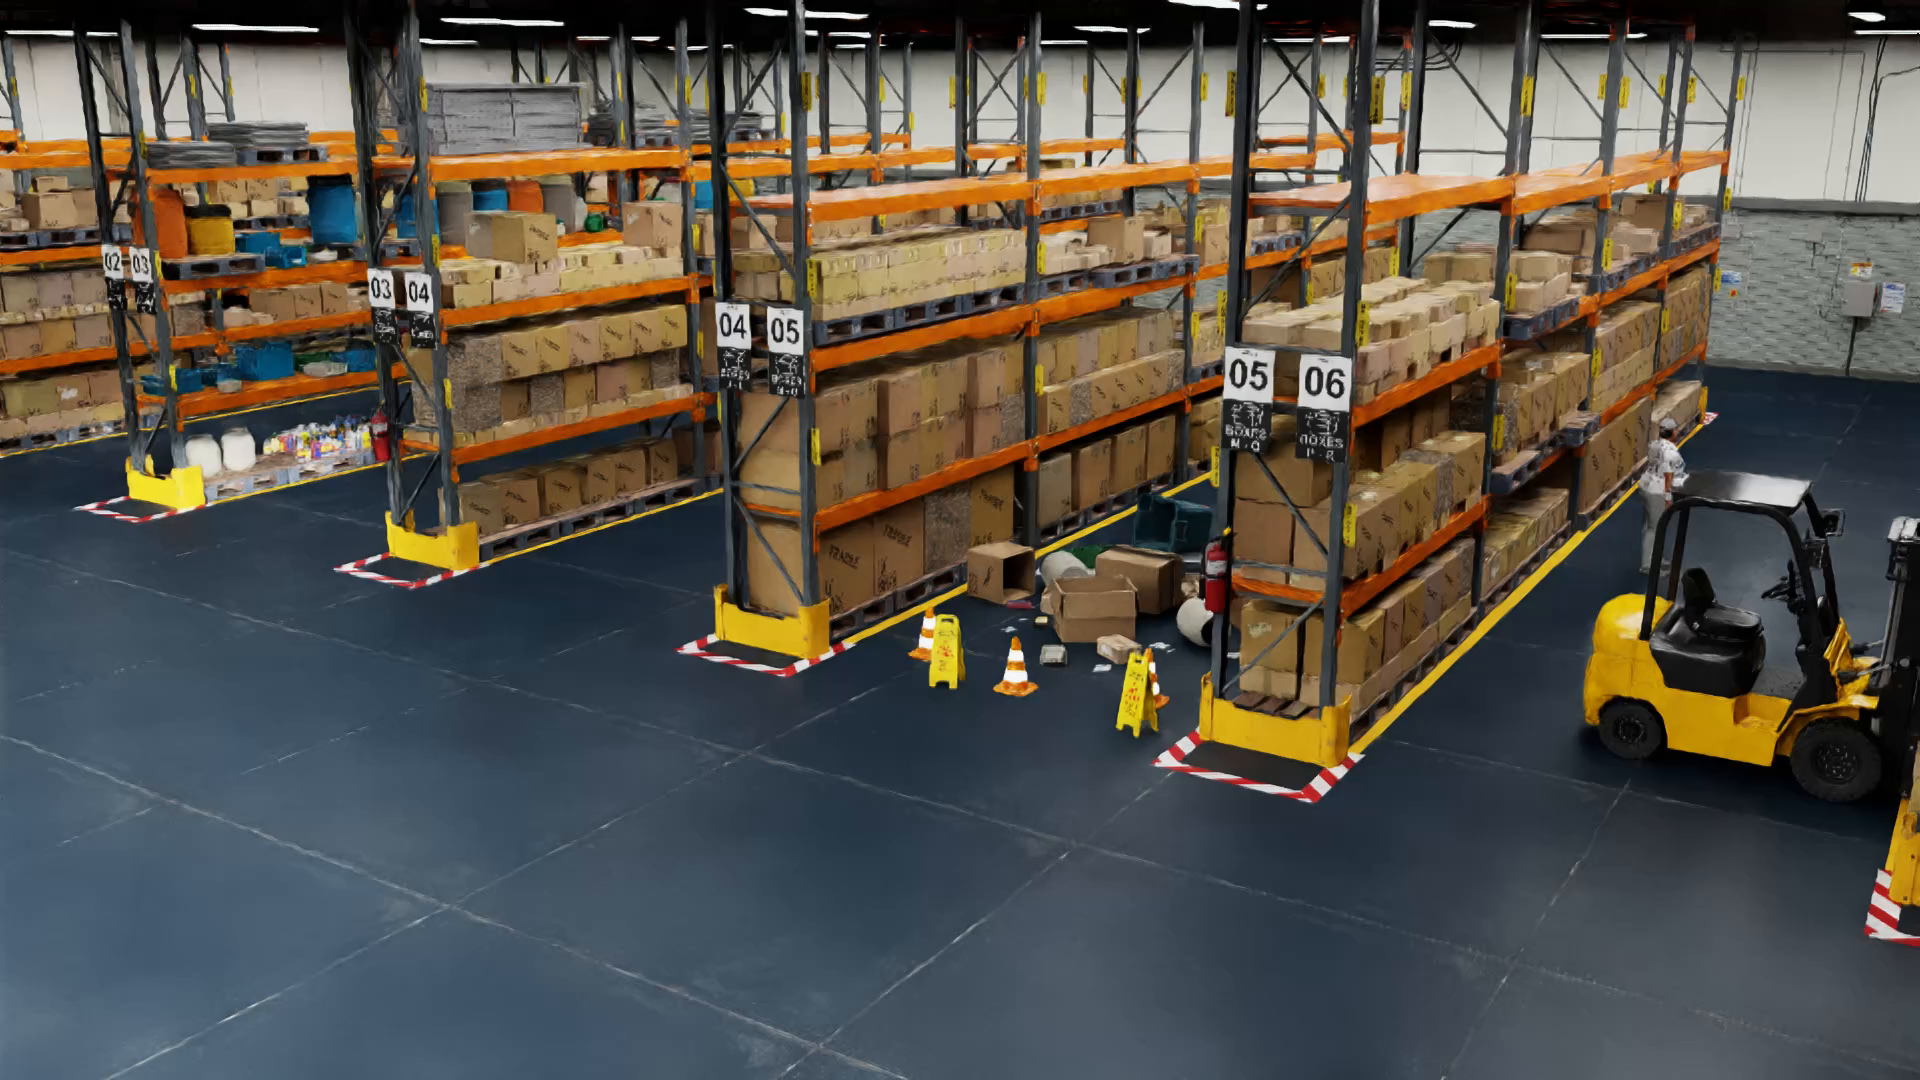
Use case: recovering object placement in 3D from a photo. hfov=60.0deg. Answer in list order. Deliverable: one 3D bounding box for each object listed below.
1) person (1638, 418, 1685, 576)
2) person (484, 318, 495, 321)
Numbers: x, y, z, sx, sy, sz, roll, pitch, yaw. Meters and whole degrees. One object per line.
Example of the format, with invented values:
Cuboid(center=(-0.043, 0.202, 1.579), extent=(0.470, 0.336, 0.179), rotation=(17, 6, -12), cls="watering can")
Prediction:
Cuboid(center=(7.514, -0.482, 17.817), extent=(0.449, 1.671, 0.534), rotation=(0, 16, 1), cls="person")
Cuboid(center=(-7.991, -3.286, 27.818), extent=(0.721, 1.715, 0.843), rotation=(12, 19, 36), cls="person")
